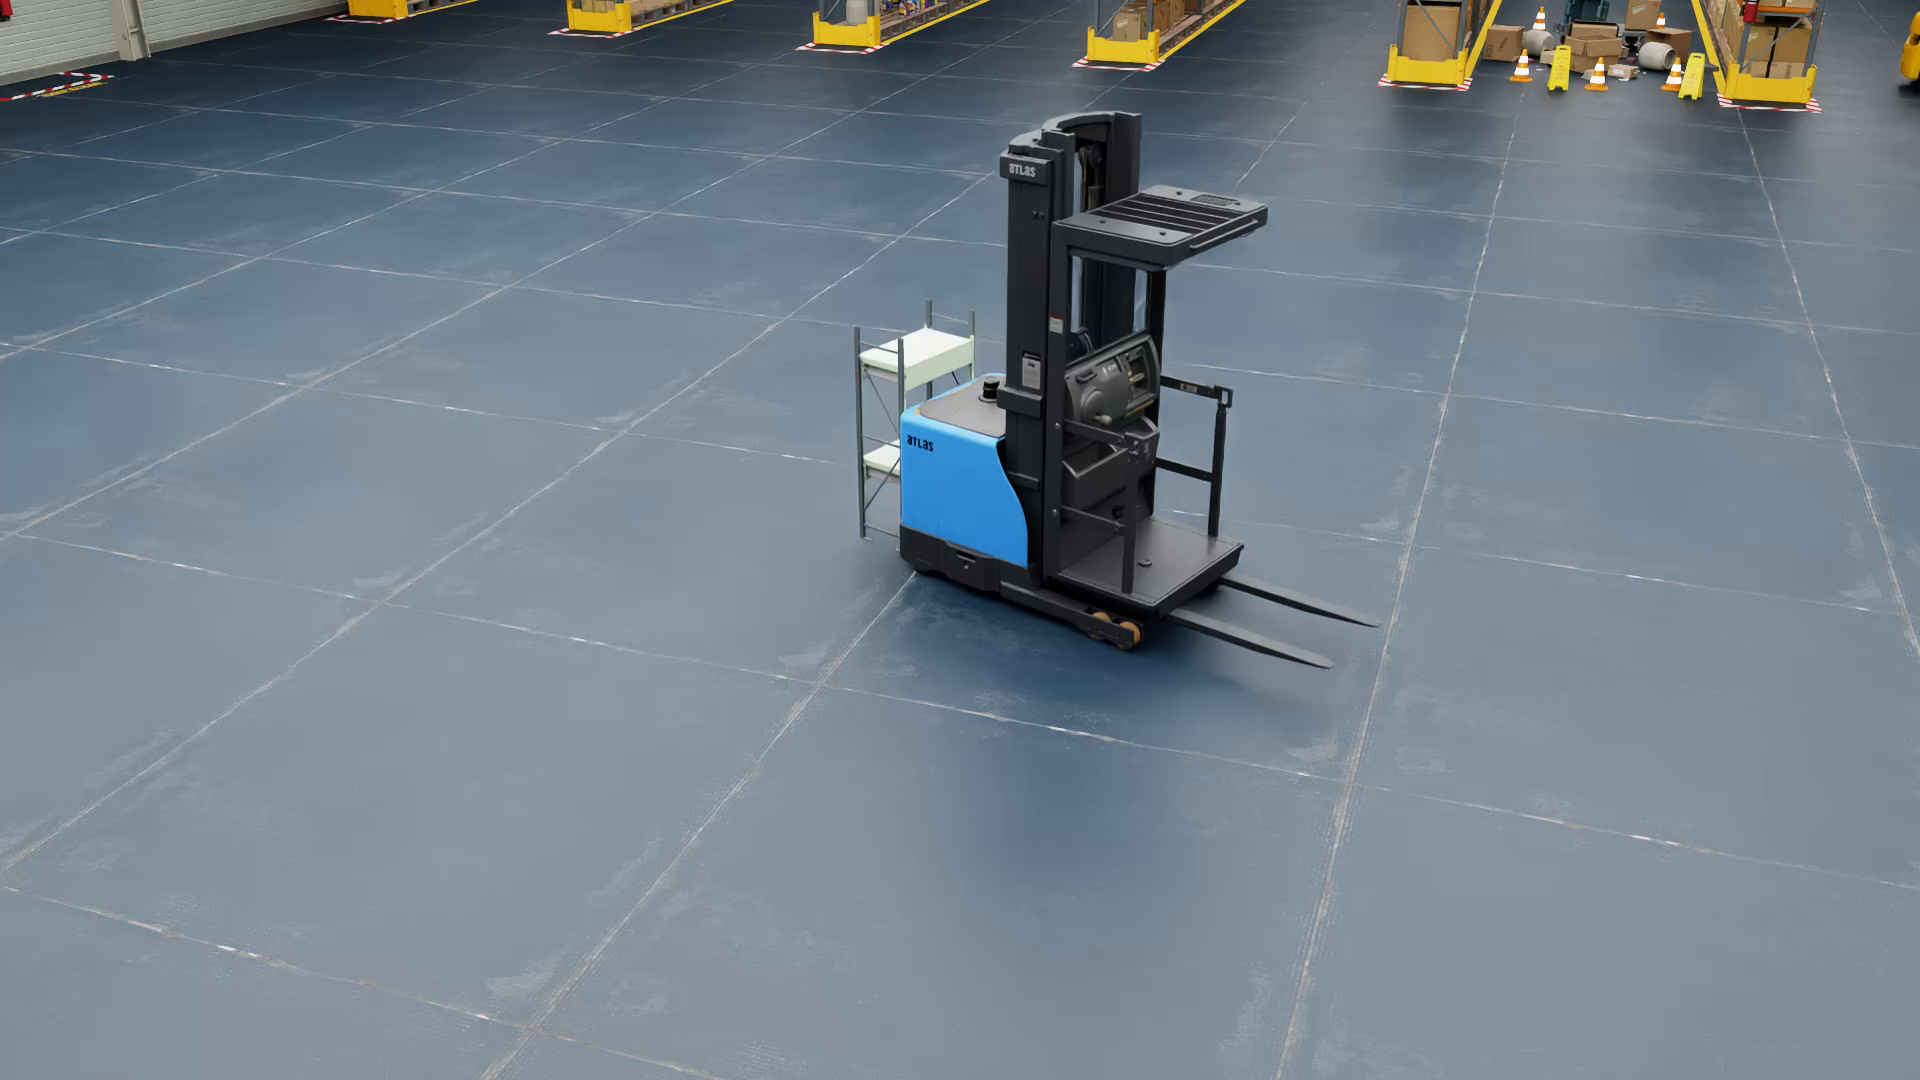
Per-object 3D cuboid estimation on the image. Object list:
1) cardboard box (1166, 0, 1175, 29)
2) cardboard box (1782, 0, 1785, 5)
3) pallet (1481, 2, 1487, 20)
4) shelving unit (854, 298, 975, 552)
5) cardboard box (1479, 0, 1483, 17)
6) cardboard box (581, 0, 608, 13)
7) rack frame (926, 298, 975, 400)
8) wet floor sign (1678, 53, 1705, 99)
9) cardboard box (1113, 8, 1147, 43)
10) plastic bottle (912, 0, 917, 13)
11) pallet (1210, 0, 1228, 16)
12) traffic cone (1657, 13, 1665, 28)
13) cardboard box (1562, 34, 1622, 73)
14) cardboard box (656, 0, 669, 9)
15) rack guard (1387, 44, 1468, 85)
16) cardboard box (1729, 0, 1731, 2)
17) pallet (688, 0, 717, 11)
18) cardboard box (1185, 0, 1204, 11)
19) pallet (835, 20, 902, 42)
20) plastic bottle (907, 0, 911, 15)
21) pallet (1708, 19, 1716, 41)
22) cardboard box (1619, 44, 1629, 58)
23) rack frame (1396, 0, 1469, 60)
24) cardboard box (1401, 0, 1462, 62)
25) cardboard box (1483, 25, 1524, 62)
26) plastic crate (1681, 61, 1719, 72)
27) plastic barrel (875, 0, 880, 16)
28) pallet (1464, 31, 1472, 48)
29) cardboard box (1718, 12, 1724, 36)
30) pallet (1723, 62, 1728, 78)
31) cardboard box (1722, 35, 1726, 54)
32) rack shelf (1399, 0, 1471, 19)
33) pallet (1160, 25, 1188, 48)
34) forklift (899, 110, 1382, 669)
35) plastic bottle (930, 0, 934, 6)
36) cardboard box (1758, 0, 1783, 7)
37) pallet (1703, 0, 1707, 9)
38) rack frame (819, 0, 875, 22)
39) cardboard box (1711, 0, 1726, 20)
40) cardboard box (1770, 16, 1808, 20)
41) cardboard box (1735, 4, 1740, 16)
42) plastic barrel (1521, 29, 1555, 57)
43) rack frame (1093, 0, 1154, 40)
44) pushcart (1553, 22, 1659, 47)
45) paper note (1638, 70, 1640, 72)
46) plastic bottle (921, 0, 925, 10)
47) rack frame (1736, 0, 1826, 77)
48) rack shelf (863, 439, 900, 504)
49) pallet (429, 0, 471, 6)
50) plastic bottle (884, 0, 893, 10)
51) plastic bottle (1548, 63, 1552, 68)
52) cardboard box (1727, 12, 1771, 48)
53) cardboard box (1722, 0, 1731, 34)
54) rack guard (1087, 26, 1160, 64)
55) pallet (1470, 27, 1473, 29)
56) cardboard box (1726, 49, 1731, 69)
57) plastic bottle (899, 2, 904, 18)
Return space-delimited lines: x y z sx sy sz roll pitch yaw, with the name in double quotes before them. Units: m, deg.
"cardboard box" 3.542 -9.411 29.632 0.500 0.500 0.500 6 27 13
"cardboard box" 12.422 -8.030 24.682 0.380 0.149 0.250 9 27 18
"pallet" 9.671 -10.324 32.330 1.003 0.211 1.213 9 27 17
"shelving unit" -0.290 -0.765 11.109 0.431 1.500 0.755 19 32 34
"cardboard box" 9.119 -10.088 30.744 1.050 0.750 0.750 9 27 17
"cardboard box" -6.743 -10.018 31.172 0.500 0.250 0.500 9 27 17
"rack frame" -0.064 -0.891 11.368 0.400 1.500 0.023 19 32 34
"wet floor sign" 10.971 -6.945 24.854 0.267 0.644 0.232 20 32 35
"cardboard box" 2.922 -8.683 28.128 0.500 0.500 0.500 14 29 27
"plastic bottle" -0.861 -10.018 31.126 0.097 0.271 0.097 0 26 0
"pallet" 4.691 -10.577 32.853 1.003 0.211 1.213 9 27 17
"traffic cone" 12.467 -9.143 29.602 0.336 0.463 0.334 9 27 17
"cardboard box" 10.240 -7.893 26.975 0.797 0.503 0.637 -9 27 -18
"cardboard box" -5.924 -10.354 31.866 0.500 0.250 0.500 9 27 17
"rack guard" 7.334 -7.469 26.103 1.175 0.500 0.348 9 27 17
"cardboard box" 12.825 -8.907 27.272 0.380 0.149 0.250 9 27 18
"pallet" -5.615 -10.871 33.461 1.003 0.211 1.213 9 27 17
"cardboard box" 4.254 -10.331 31.509 0.700 0.500 0.500 7 27 13
"pallet" -1.716 -9.199 30.008 1.003 0.211 1.213 9 27 17
"plastic bottle" -0.961 -9.894 30.869 0.097 0.271 0.097 0 26 0
"pallet" 14.036 -9.140 29.885 1.003 0.211 1.213 9 27 17
"cardboard box" 11.079 -8.318 28.124 0.258 0.266 0.396 -9 27 -18
"rack frame" 7.342 -8.604 25.579 1.000 3.000 0.127 9 27 17
"cardboard box" 7.505 -8.125 26.546 0.875 0.875 0.875 9 27 18
"cardboard box" 9.124 -8.337 27.893 0.500 0.500 0.500 14 29 26
"plastic crate" 12.079 -7.731 27.126 0.402 0.080 0.583 0 26 -1
"plastic barrel" -1.659 -9.640 30.091 0.421 0.512 0.421 0 26 0
"pallet" 8.346 -8.692 28.960 1.003 0.211 1.213 9 27 17
"cardboard box" 13.547 -8.794 28.504 0.950 0.372 0.625 9 27 18
"pallet" 12.780 -7.532 26.565 1.003 0.211 1.213 9 27 17
"cardboard box" 12.756 -8.099 27.208 0.500 0.250 0.500 10 28 20
"rack shelf" 8.007 -9.102 27.433 1.077 0.370 4.000 9 27 17
"pallet" 3.435 -8.970 29.533 1.003 0.211 1.213 9 27 17
"forklift" 1.078 -0.926 9.799 3.031 2.935 1.130 19 32 34
"plastic bottle" -0.584 -10.426 31.877 0.144 0.351 0.185 8 27 16
"cardboard box" 11.966 -8.000 24.618 0.380 0.149 0.250 10 27 19
"pallet" 15.447 -10.773 33.258 1.003 0.211 1.213 9 27 17
"rack frame" -1.973 -10.083 28.634 1.000 3.000 0.127 9 27 17
"cardboard box" 14.270 -9.687 30.348 0.950 0.372 0.625 8 27 16
"cardboard box" 12.924 -7.939 26.017 0.500 0.500 0.500 9 27 18
"cardboard box" 12.299 -8.247 25.910 0.380 0.149 0.250 10 28 20
"plastic barrel" 9.742 -8.400 28.113 0.421 0.421 0.512 -14 29 -27
"rack frame" 2.698 -9.365 27.150 1.000 3.000 0.127 9 27 17
"pushcart" 11.208 -8.702 28.789 1.648 0.377 0.936 0 26 -1
"paper note" 10.905 -7.591 26.906 0.148 0.019 0.142 20 32 35
"plastic bottle" -0.755 -10.215 31.440 0.144 0.351 0.185 9 27 17
"rack frame" 12.043 -7.928 24.182 1.000 3.000 0.127 9 27 17
"rack shelf" -0.290 -0.472 11.251 0.431 0.370 0.720 19 32 34
"pallet" -10.578 -11.125 33.984 1.003 0.211 1.213 9 27 17
"plastic bottle" -1.358 -10.164 31.421 0.152 0.276 0.135 9 27 17
"plastic bottle" 9.708 -7.765 27.218 0.133 0.061 0.283 0 26 -1
"cardboard box" 12.409 -8.005 26.155 0.500 0.500 0.500 8 27 16
"cardboard box" 12.923 -8.657 27.501 0.500 0.500 0.500 10 28 20
"rack guard" 2.723 -8.271 27.759 1.175 0.500 0.348 9 27 17
"pallet" 8.859 -9.321 30.259 1.003 0.211 1.213 9 27 17
"cardboard box" 12.238 -7.462 25.894 0.500 0.250 0.500 9 27 18
"plastic bottle" -1.075 -9.753 30.578 0.097 0.271 0.097 0 26 0
